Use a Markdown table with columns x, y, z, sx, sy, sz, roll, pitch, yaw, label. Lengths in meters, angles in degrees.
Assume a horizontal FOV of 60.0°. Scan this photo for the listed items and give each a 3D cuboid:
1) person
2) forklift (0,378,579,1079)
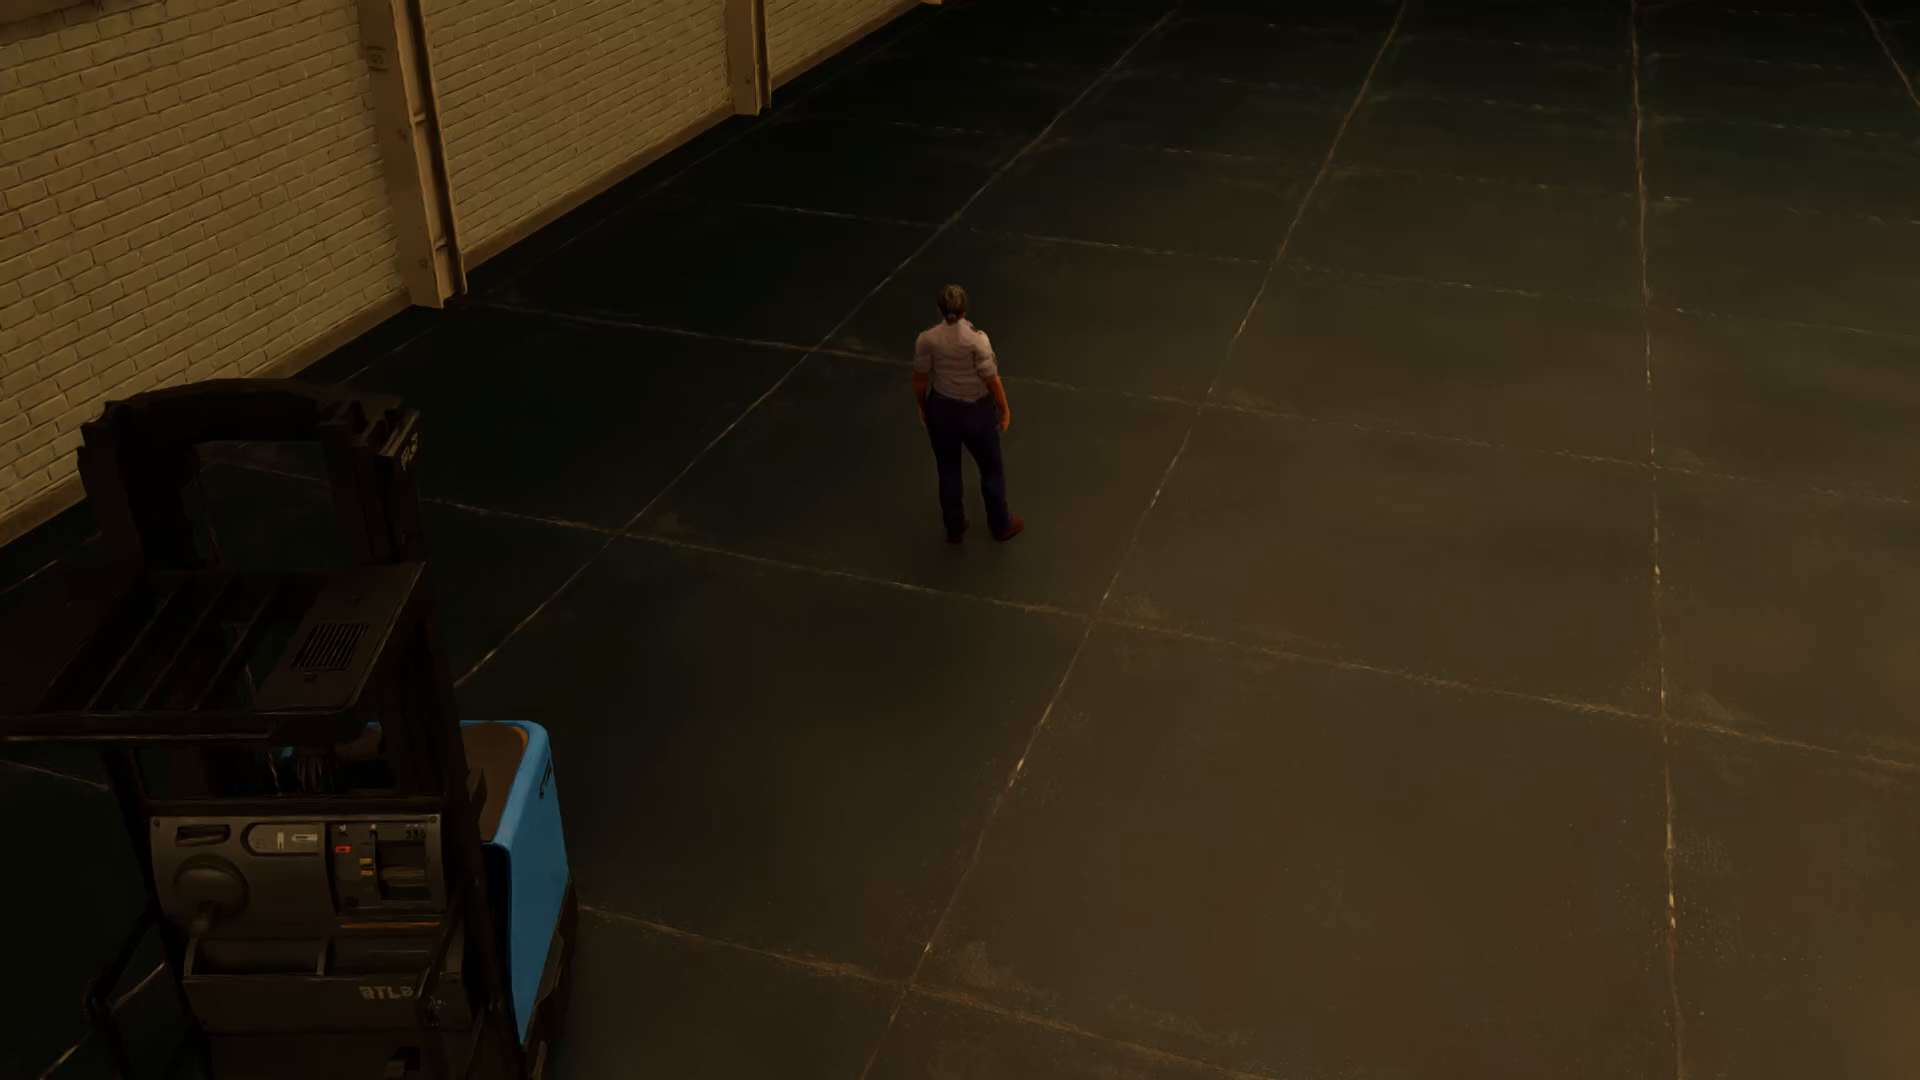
| x | y | z | sx | sy | sz | roll | pitch | yaw | label |
| --- | --- | --- | --- | --- | --- | --- | --- | --- | --- |
| 0.051 | -0.761 | 9.752 | 0.599 | 1.650 | 0.502 | 10 | 31 | 16 | person |
| -2.127 | 1.111 | 5.188 | 1.130 | 2.935 | 3.031 | -1 | 30 | -1 | forklift |
